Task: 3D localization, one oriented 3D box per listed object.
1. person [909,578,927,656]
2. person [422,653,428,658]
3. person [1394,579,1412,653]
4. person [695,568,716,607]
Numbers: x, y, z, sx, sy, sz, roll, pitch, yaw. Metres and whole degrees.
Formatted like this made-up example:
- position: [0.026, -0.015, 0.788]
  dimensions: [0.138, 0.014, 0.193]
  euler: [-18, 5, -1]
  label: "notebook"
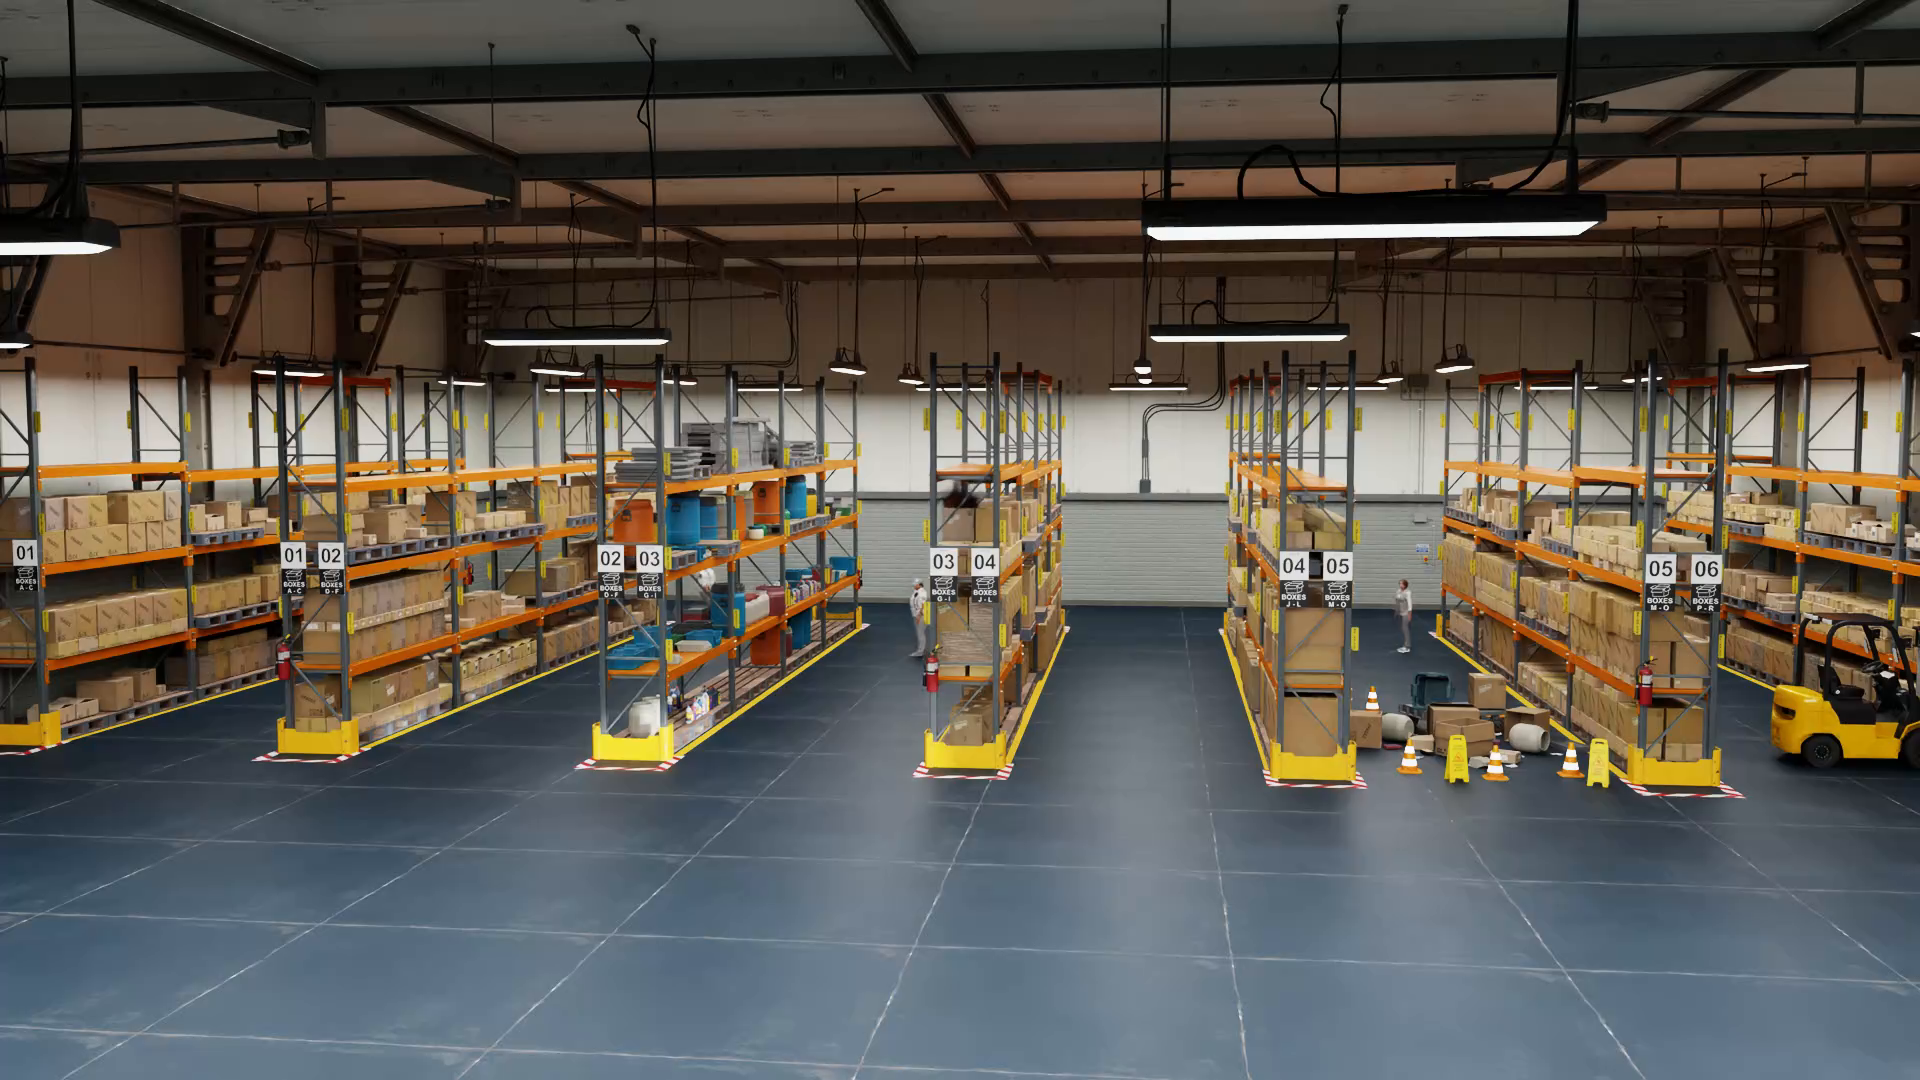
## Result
- position: [-0.878, 1.648, 35.595]
  dimensions: [0.425, 1.674, 0.497]
  euler: [-2, 4, -20]
  label: "person"
- position: [-10.686, 1.821, 32.604]
  dimensions: [0.693, 1.718, 1.060]
  euler: [0, 4, 4]
  label: "person"
- position: [9.652, 1.641, 36.222]
  dimensions: [0.338, 1.601, 0.480]
  euler: [-1, 4, -7]
  label: "person"
- position: [-6.278, 1.223, 41.589]
  dimensions: [0.541, 1.698, 0.771]
  euler: [3, 5, 40]
  label: "person"
